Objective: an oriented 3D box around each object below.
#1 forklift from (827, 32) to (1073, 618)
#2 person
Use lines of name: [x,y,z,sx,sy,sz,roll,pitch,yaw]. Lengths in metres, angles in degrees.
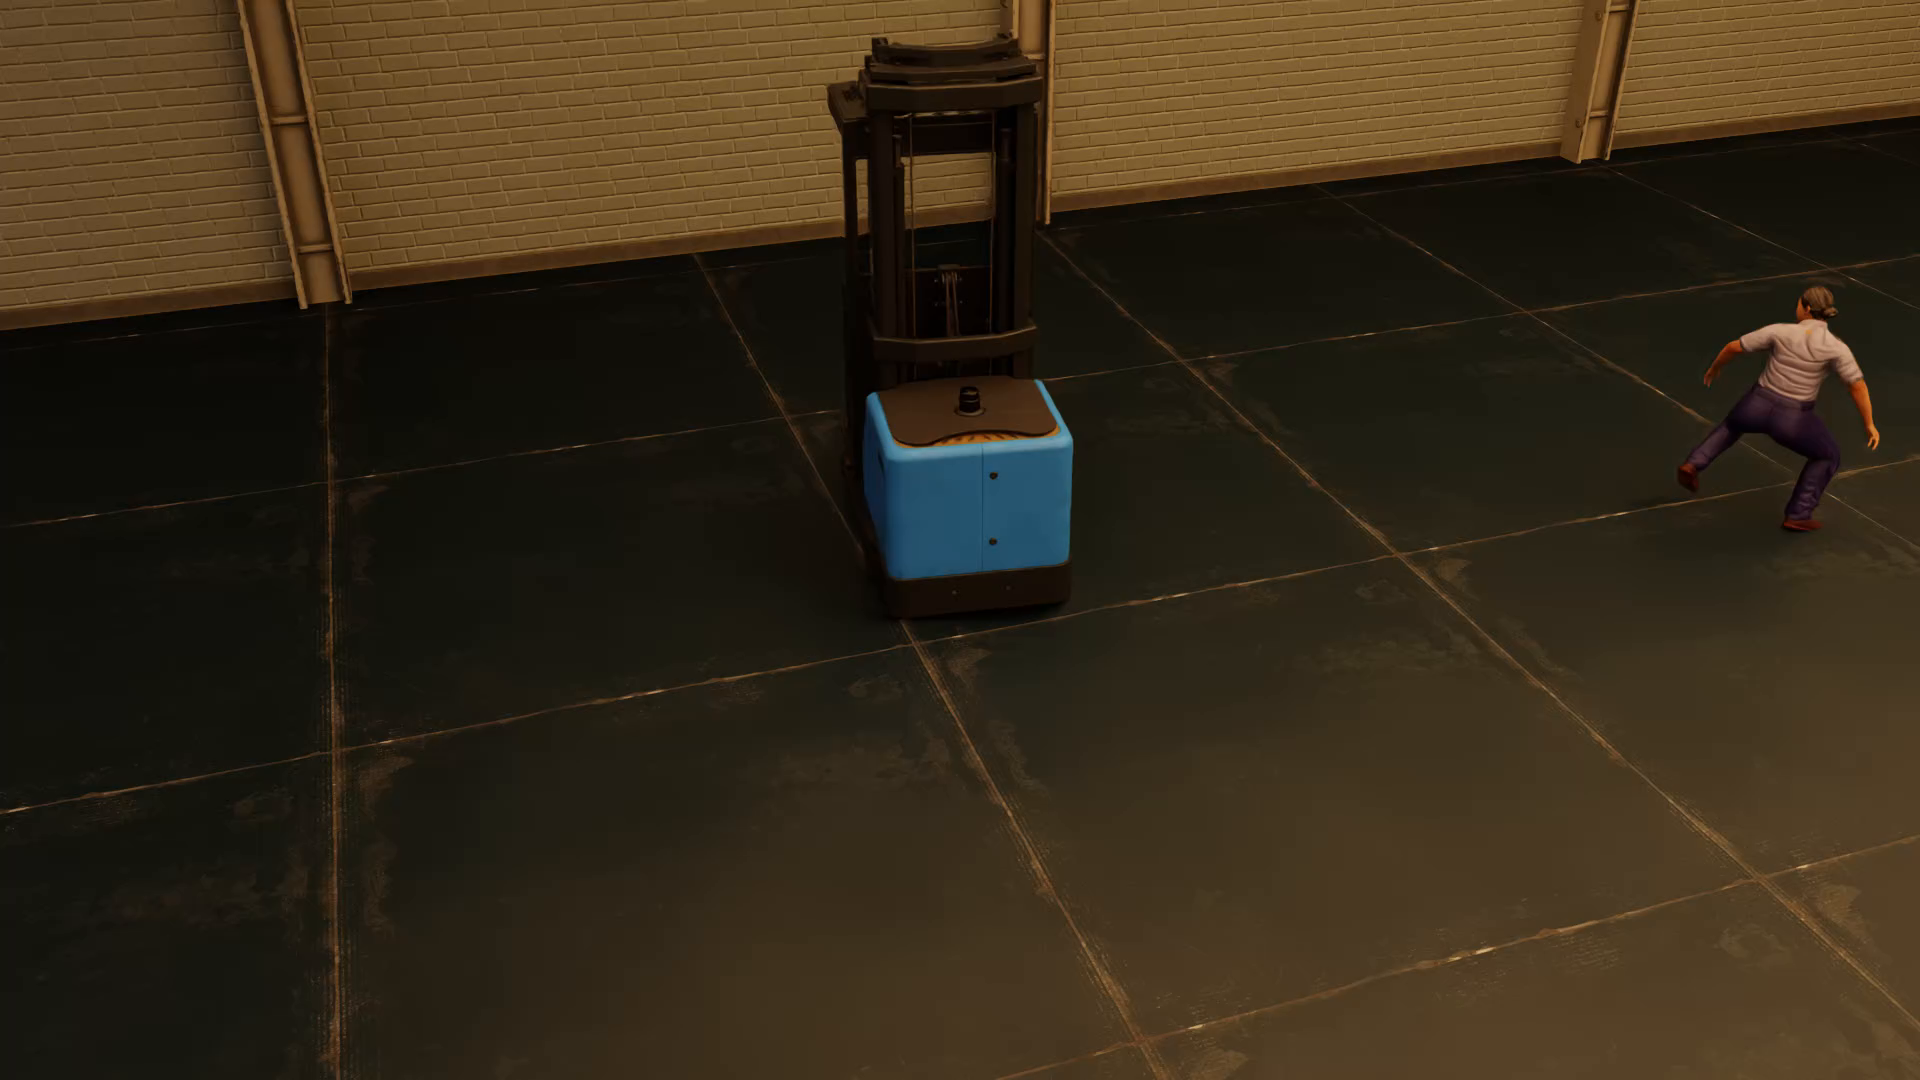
forklift: [-0.156,-1.562,9.802,1.130,2.935,3.031,-5,30,-9]
person: [4.943,-0.780,9.916,1.021,1.531,0.488,24,38,36]
